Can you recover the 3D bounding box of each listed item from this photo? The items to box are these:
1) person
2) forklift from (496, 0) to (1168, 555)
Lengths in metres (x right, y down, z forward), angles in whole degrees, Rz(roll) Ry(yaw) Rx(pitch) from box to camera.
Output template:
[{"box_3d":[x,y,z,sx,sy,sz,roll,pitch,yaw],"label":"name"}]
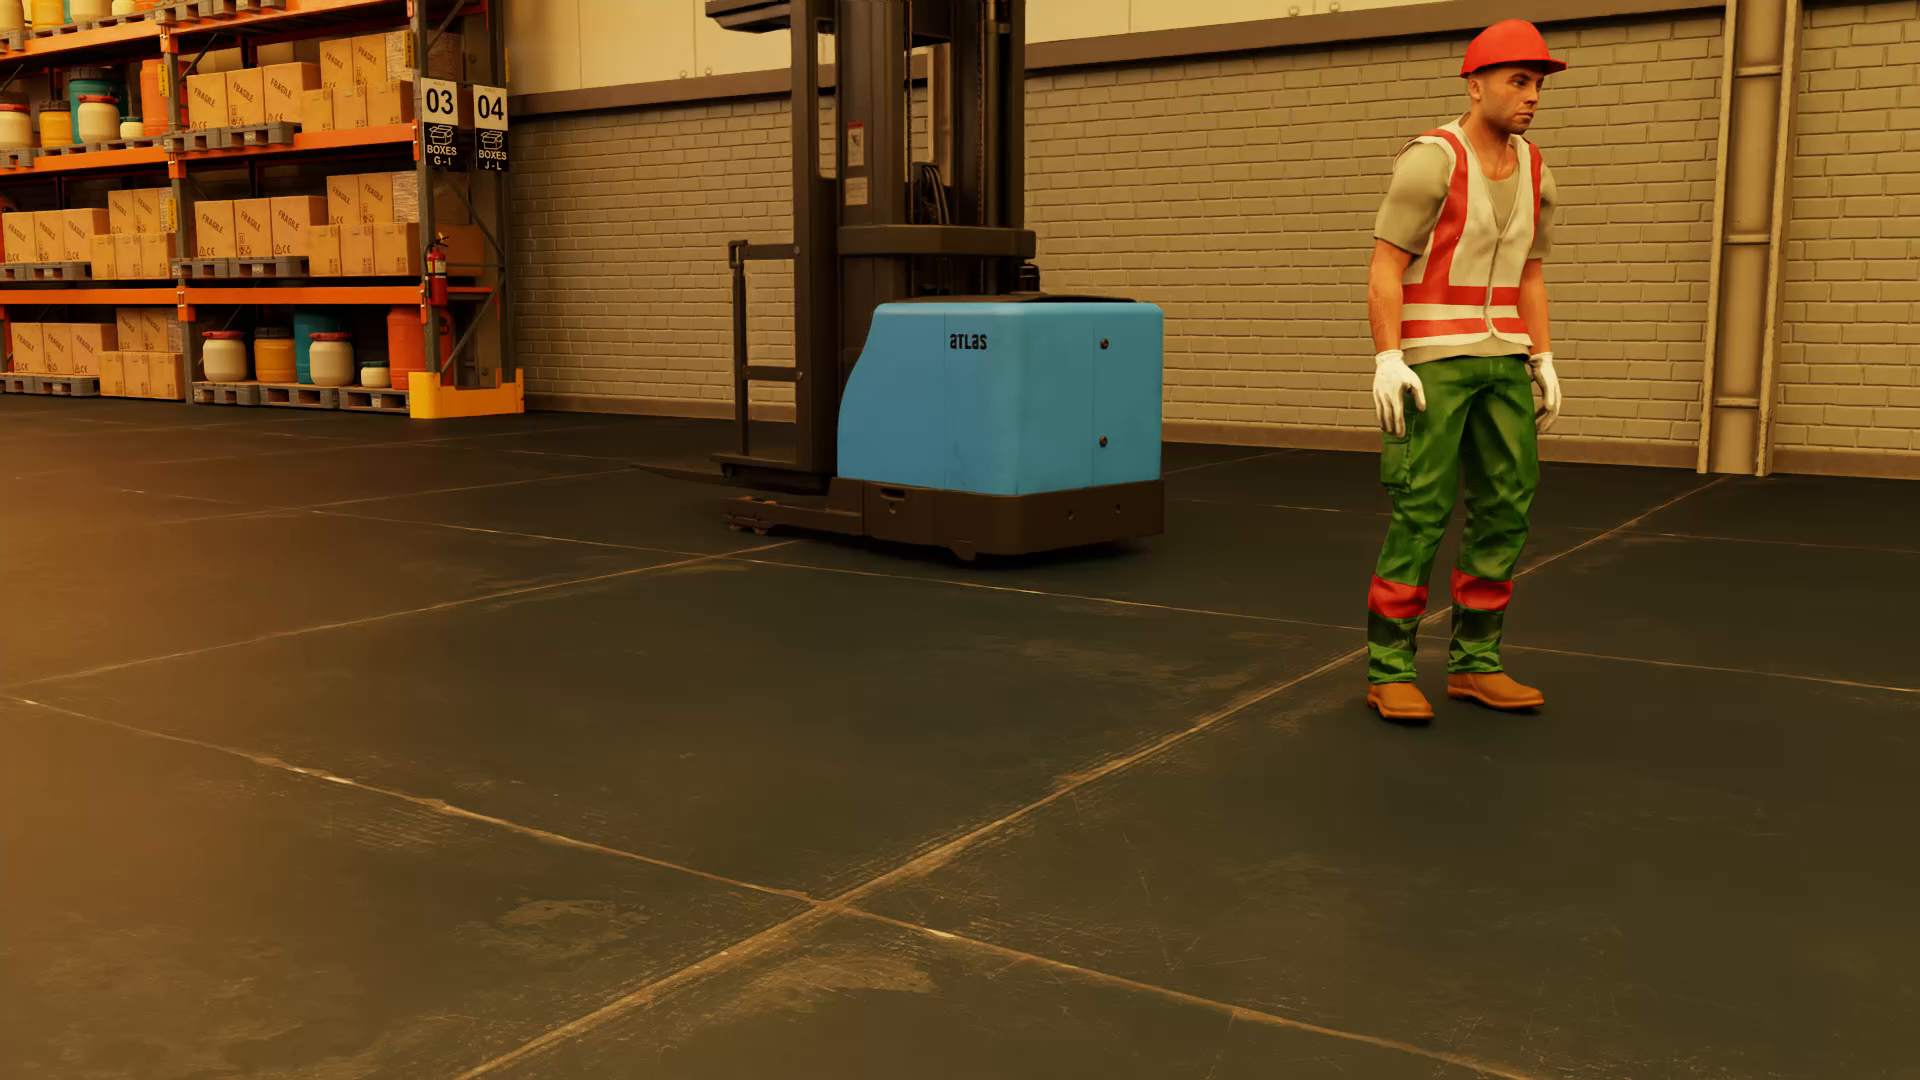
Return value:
[{"box_3d":[1.337,-0.434,4.351,0.618,1.779,0.452,-4,9,-24],"label":"person"},{"box_3d":[-0.596,-1.469,7.520,3.031,2.935,1.130,2,8,12],"label":"forklift"}]
